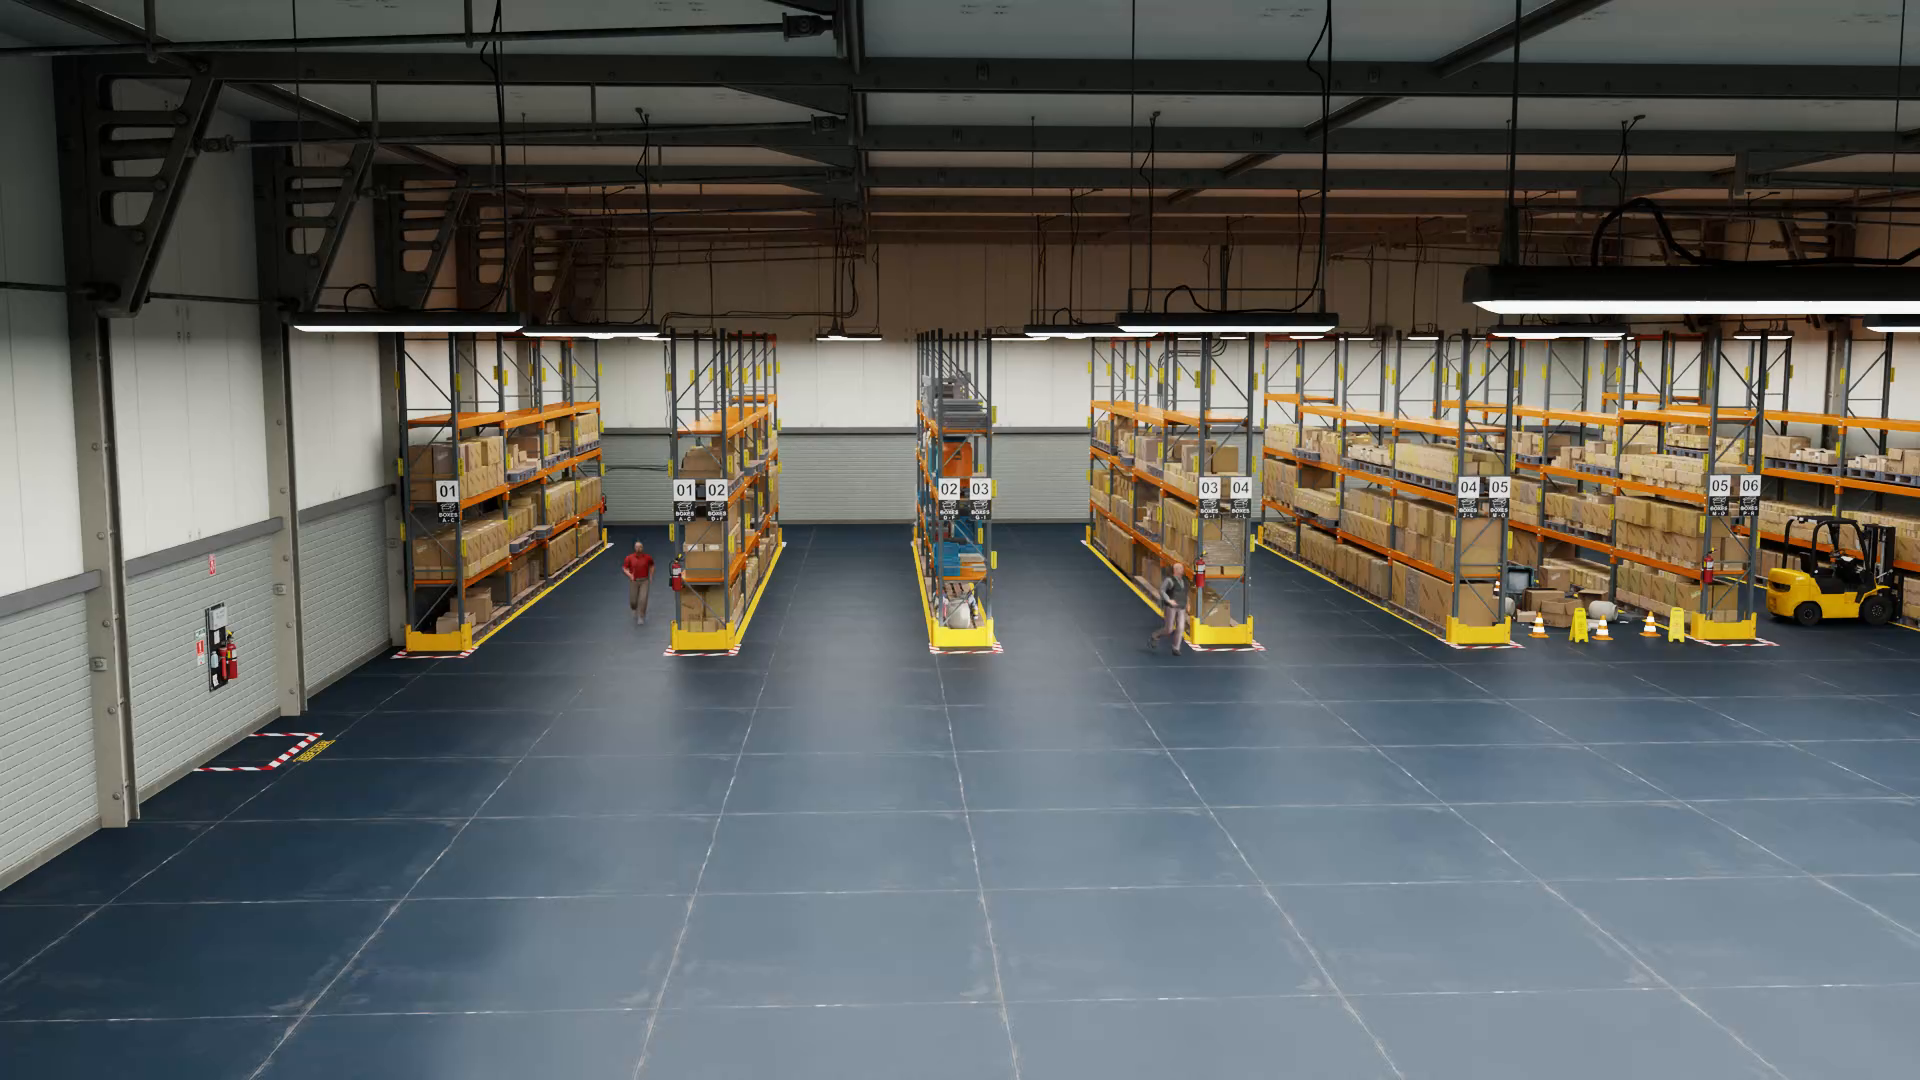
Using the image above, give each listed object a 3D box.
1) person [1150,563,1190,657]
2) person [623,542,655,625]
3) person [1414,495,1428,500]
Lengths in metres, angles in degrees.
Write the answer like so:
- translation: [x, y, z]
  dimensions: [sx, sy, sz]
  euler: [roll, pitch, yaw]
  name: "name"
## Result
- translation: [3.970, 1.237, 30.839]
  dimensions: [0.714, 1.622, 0.713]
  euler: [-4, 8, -30]
  name: "person"
- translation: [-6.571, 0.874, 34.085]
  dimensions: [0.658, 1.683, 0.680]
  euler: [-2, 7, -15]
  name: "person"
- translation: [14.161, -1.068, 50.899]
  dimensions: [0.671, 1.604, 0.505]
  euler: [-3, 8, -26]
  name: "person"
